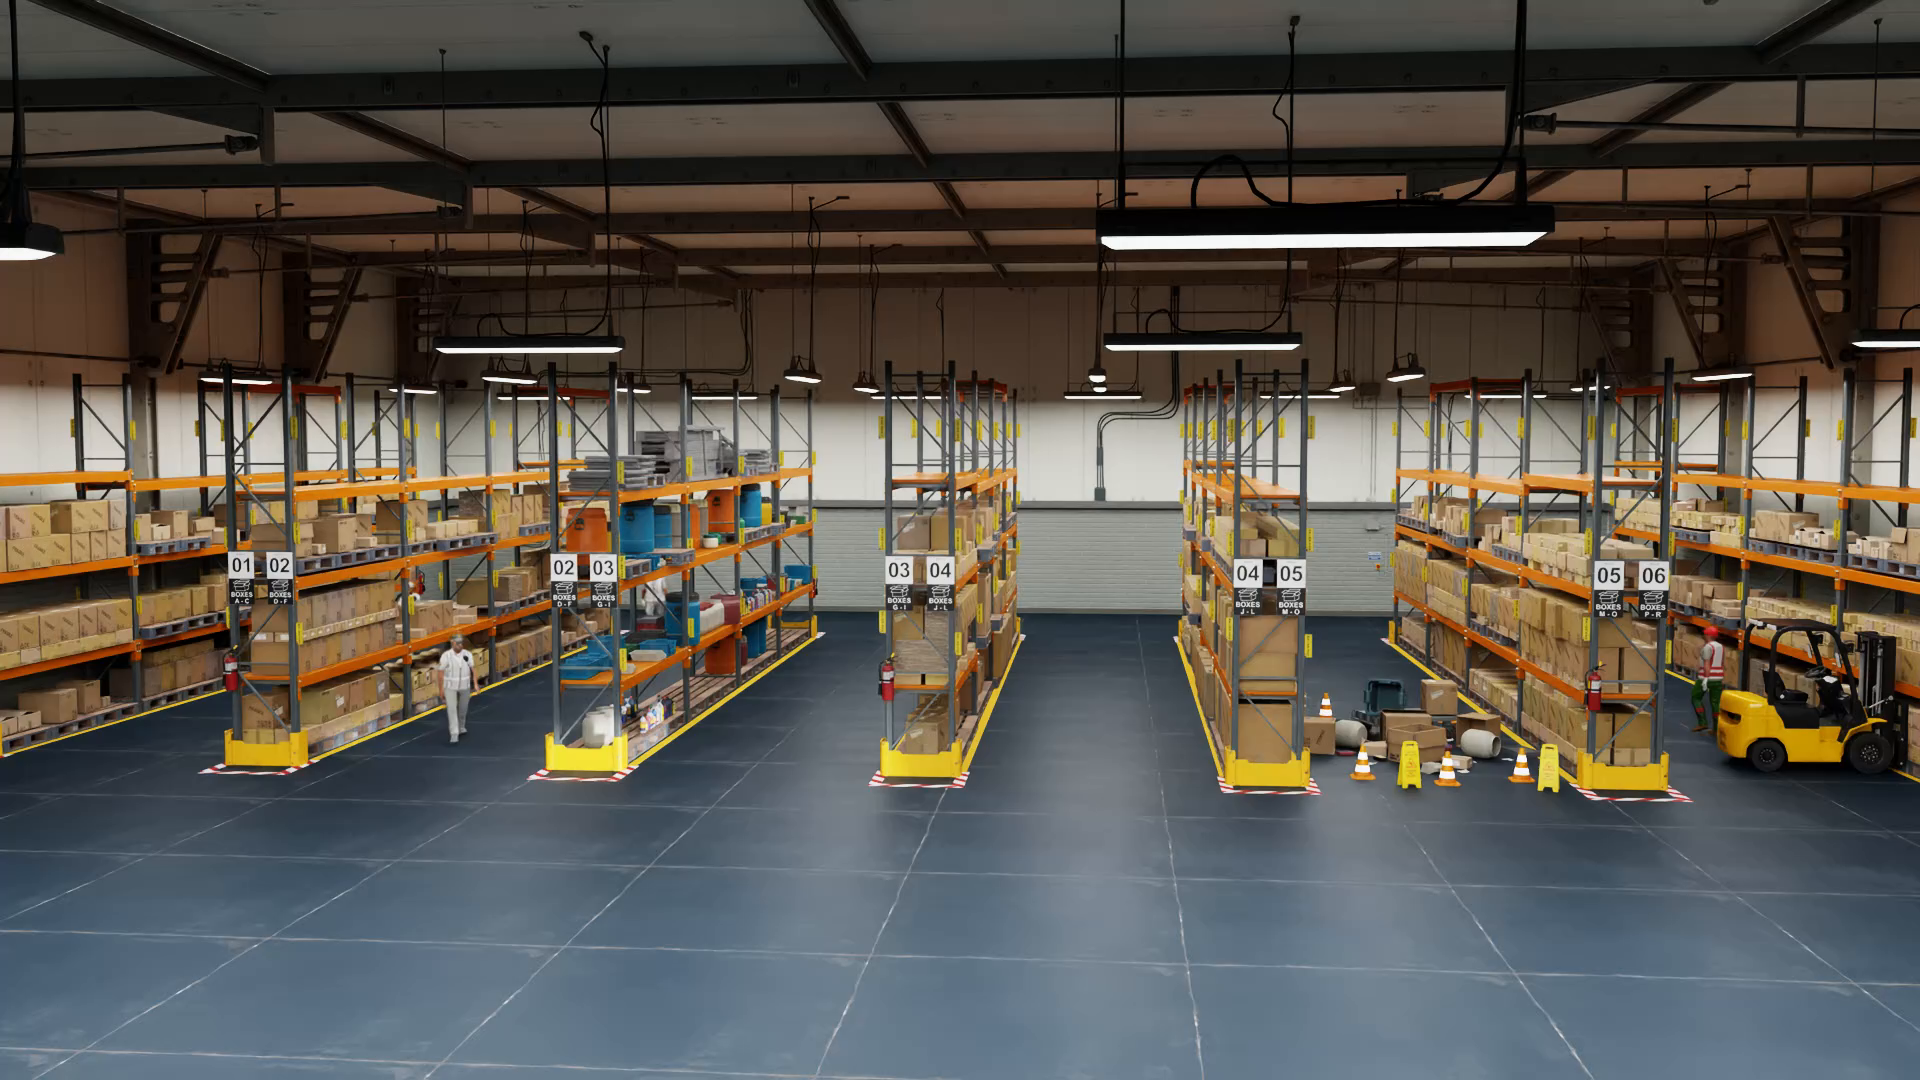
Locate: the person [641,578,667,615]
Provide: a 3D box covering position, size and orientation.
[{"bbox_3d":[-7.401,1.479,40.323,0.688,1.723,1.148,0,4,-2],"label":"person"}]

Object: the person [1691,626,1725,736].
[{"bbox_3d":[12.356,2.302,27.310,0.523,1.769,0.548,-1,4,-8],"label":"person"}]

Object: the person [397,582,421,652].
[{"bbox_3d":[-12.262,1.744,36.996,0.494,1.609,1.001,1,4,11],"label":"person"}]

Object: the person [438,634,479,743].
[{"bbox_3d":[-8.111,2.351,26.870,0.618,1.693,1.114,-2,4,-24],"label":"person"}]
